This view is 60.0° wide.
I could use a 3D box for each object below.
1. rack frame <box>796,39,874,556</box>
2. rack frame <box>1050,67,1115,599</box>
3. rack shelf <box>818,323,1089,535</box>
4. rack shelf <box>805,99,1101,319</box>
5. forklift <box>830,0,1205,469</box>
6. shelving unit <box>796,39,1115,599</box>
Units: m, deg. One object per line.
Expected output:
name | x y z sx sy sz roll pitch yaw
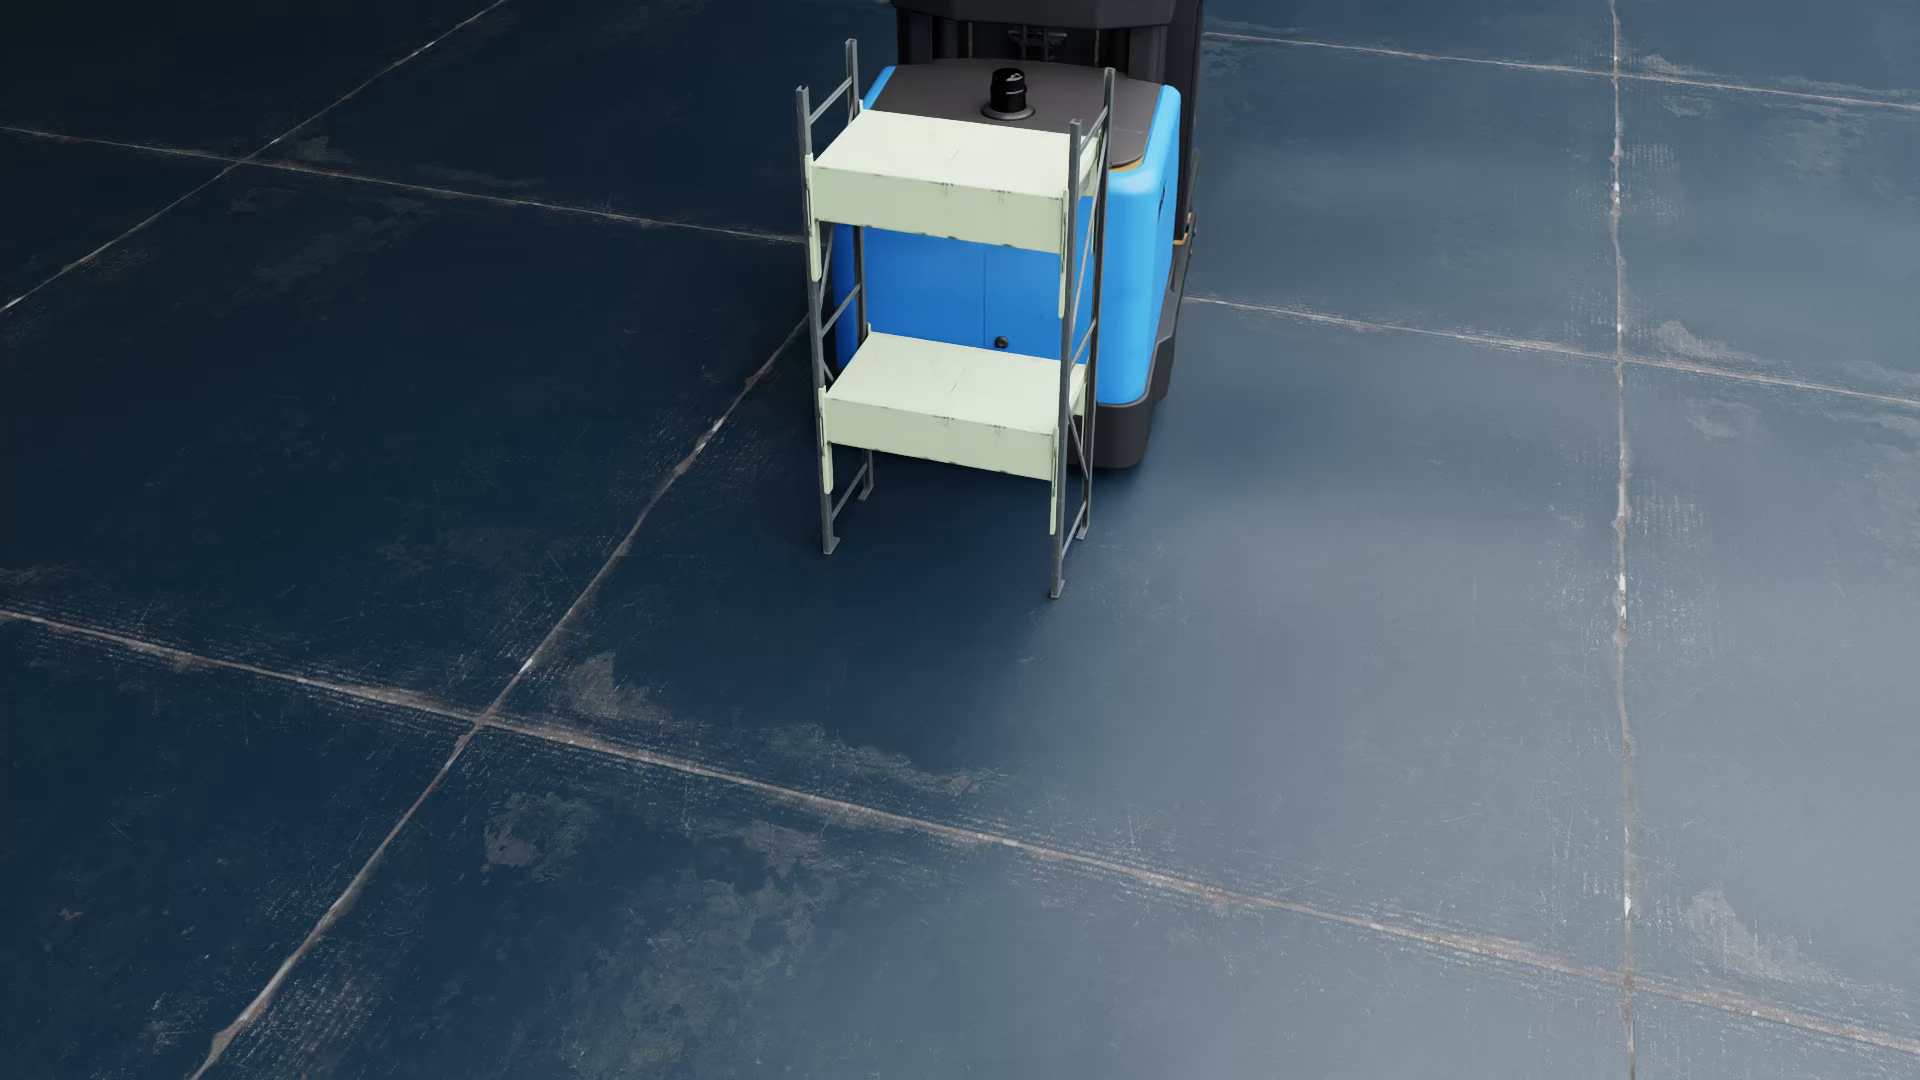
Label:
rack frame | -0.356 -0.670 4.895 0.023 1.500 0.400 10 38 14
rack frame | 0.343 -0.541 4.719 0.023 1.500 0.400 10 38 14
rack shelf | -0.006 -0.343 5.000 0.720 0.370 0.431 10 38 14
rack shelf | -0.006 -0.919 4.576 0.720 0.370 0.431 10 38 14
forklift | 0.365 -2.284 5.881 1.130 2.935 3.031 7 37 9
shelving unit | -0.006 -0.605 4.807 0.755 1.500 0.431 10 38 14
